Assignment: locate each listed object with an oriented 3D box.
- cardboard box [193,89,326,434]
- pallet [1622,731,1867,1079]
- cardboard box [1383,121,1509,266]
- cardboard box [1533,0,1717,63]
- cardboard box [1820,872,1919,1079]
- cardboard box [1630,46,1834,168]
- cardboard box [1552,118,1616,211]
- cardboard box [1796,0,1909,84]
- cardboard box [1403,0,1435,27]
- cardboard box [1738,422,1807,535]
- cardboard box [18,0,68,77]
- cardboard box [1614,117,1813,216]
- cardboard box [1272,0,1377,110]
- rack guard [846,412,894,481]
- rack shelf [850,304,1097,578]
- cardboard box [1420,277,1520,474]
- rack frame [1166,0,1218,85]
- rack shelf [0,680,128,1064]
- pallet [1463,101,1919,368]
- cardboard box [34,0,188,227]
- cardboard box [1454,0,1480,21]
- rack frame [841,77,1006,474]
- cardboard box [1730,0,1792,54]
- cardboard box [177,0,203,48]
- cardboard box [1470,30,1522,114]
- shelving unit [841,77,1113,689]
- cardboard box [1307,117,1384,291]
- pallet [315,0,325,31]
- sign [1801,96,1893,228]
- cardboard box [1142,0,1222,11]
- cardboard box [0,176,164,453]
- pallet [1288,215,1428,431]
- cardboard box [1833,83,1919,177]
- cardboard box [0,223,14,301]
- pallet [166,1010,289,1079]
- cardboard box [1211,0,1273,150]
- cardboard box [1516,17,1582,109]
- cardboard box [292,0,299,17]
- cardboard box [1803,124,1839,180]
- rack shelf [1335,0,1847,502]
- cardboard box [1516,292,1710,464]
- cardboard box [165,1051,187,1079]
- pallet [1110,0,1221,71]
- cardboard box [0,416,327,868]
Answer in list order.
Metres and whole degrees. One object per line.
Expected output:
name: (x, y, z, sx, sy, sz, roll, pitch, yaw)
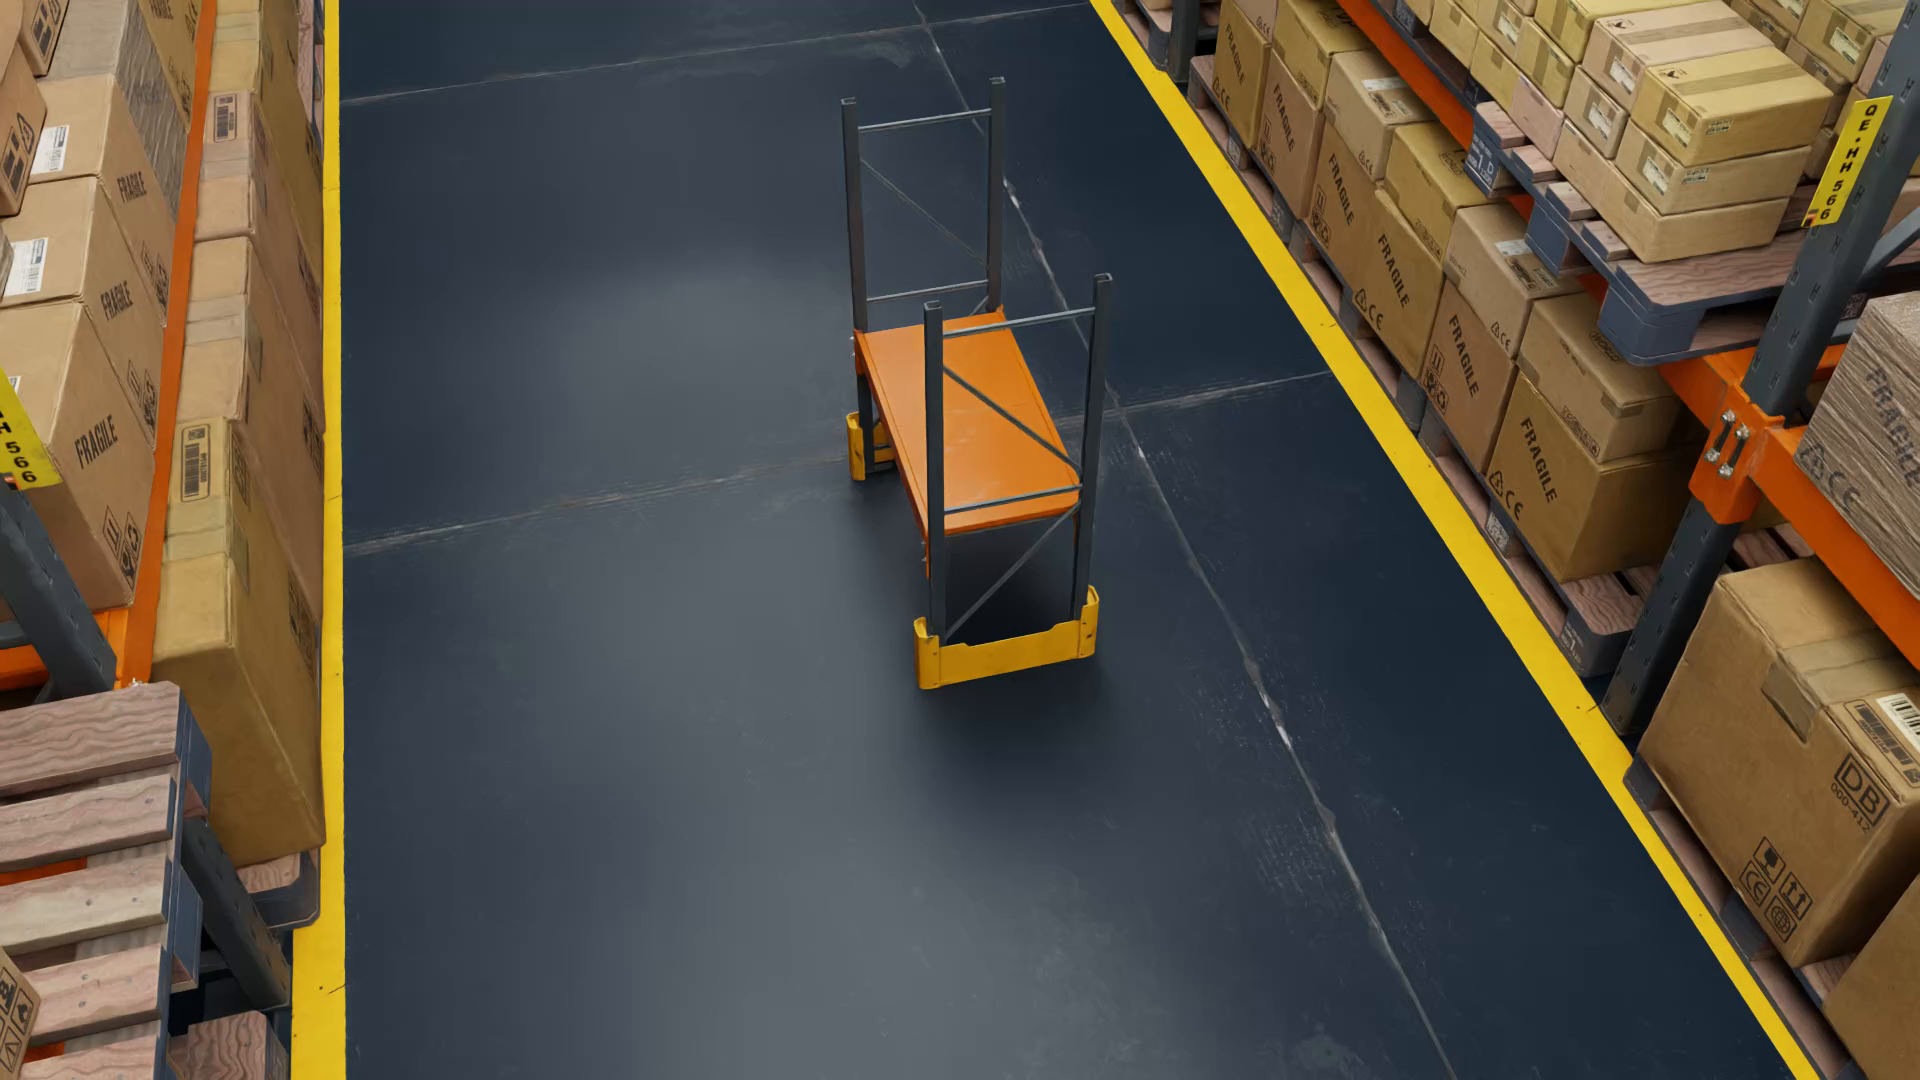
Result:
cardboard box: (-2.925, -0.843, 5.670, 1.225, 0.875, 0.875, -12, 47, -12)
pallet: (2.636, 0.964, 4.658, 1.003, 0.211, 1.213, -11, 47, -10)
cardboard box: (1.823, -1.230, 5.786, 0.500, 0.250, 0.500, -10, 46, -9)
cardboard box: (1.809, -1.447, 4.533, 0.380, 0.149, 0.250, -9, 46, -9)
cardboard box: (2.803, 1.110, 3.843, 1.050, 0.750, 0.750, -10, 46, -10)
cardboard box: (1.938, -1.092, 4.185, 0.380, 0.149, 0.250, -12, 47, -12)
cardboard box: (1.874, -1.058, 4.568, 0.380, 0.149, 0.250, -11, 47, -10)
cardboard box: (2.504, -1.377, 4.465, 0.380, 0.149, 0.250, -12, 47, -11)
cardboard box: (1.613, -1.772, 5.269, 0.380, 0.149, 0.250, -9, 46, -9)
cardboard box: (2.572, -0.377, 5.476, 0.500, 0.500, 0.500, -13, 47, -12)
cardboard box: (-2.828, -1.539, 4.386, 0.797, 0.503, 0.637, -9, 46, -9)
cardboard box: (1.940, -0.991, 4.295, 0.380, 0.149, 0.250, -10, 46, -9)
cardboard box: (1.555, -1.941, 6.483, 0.500, 0.250, 0.500, -10, 46, -9)
rack guard: (-0.108, -0.379, 5.946, 0.587, 0.250, 0.087, -11, 47, -10)
rack shelf: (0.022, -0.340, 5.285, 0.538, 0.185, 1.000, -11, 47, -10)
cardboard box: (1.956, -0.608, 5.702, 0.500, 0.500, 0.500, -9, 46, -9)
rack frame: (1.483, -3.332, 6.915, 1.000, 3.000, 0.127, -11, 47, -10)
rack shelf: (-1.802, 1.899, 2.292, 1.077, 0.370, 4.000, -11, 47, -10)
pallet: (2.221, -0.976, 4.740, 1.213, 0.211, 1.003, -11, 47, -10)
cardboard box: (-2.570, -1.208, 4.763, 0.500, 0.500, 0.500, -11, 47, -10)
cardboard box: (1.675, -1.702, 4.991, 0.380, 0.149, 0.250, -11, 47, -11)
rack frame: (-0.108, -0.817, 5.501, 0.500, 1.500, 0.032, -11, 47, -10)
cardboard box: (2.434, -1.474, 4.768, 0.380, 0.149, 0.250, -12, 47, -12)
cardboard box: (-2.834, -1.914, 5.456, 0.500, 0.500, 0.500, -9, 46, -9)
cardboard box: (1.748, -1.408, 4.911, 0.380, 0.149, 0.250, -11, 47, -11)
shelving unit: (0.020, -0.472, 5.163, 0.587, 1.500, 1.083, -11, 47, -10)
cardboard box: (1.700, -1.321, 6.401, 0.500, 0.500, 0.500, -10, 46, -10)
pallet: (-3.773, -2.902, 8.446, 1.003, 0.211, 1.213, -11, 47, -10)
sign: (1.984, -0.842, 3.720, 0.100, 0.325, 0.005, -11, 47, -10)
cardboard box: (1.053, -2.690, 7.988, 0.380, 0.149, 0.250, -10, 46, -10)
cardboard box: (-2.310, -0.509, 4.079, 0.500, 0.500, 0.500, -12, 47, -11)
pallet: (1.999, -0.975, 6.558, 1.003, 0.211, 1.213, -11, 47, -10)
cardboard box: (2.577, -1.104, 4.405, 0.380, 0.149, 0.250, -9, 46, -9)
cardboard box: (-2.485, -0.627, 3.492, 0.797, 0.503, 0.637, -9, 46, -9)
pallet: (-2.115, 1.783, 3.855, 1.003, 0.211, 1.213, -11, 47, -10)
cardboard box: (1.415, -2.045, 7.110, 0.500, 0.500, 0.500, -9, 46, -9)
cardboard box: (1.800, -1.356, 4.653, 0.380, 0.149, 0.250, -10, 46, -9)
cardboard box: (-3.660, -2.990, 7.773, 0.875, 0.875, 0.875, -11, 47, -10)
cardboard box: (2.519, -1.160, 4.669, 0.380, 0.149, 0.250, -9, 46, -8)
rack shelf: (1.995, -1.699, 5.819, 1.077, 0.370, 4.000, -11, 47, -10)
cardboard box: (2.078, -0.529, 5.099, 0.500, 0.250, 0.500, -12, 47, -11)
cardboard box: (-2.123, 1.447, 3.674, 0.700, 0.500, 0.500, -13, 47, -12)
pallet: (1.276, -2.813, 8.359, 1.003, 0.211, 1.213, -11, 47, -10)
cardboard box: (-2.470, 0.383, 4.468, 1.225, 0.875, 0.875, -13, 47, -12)
